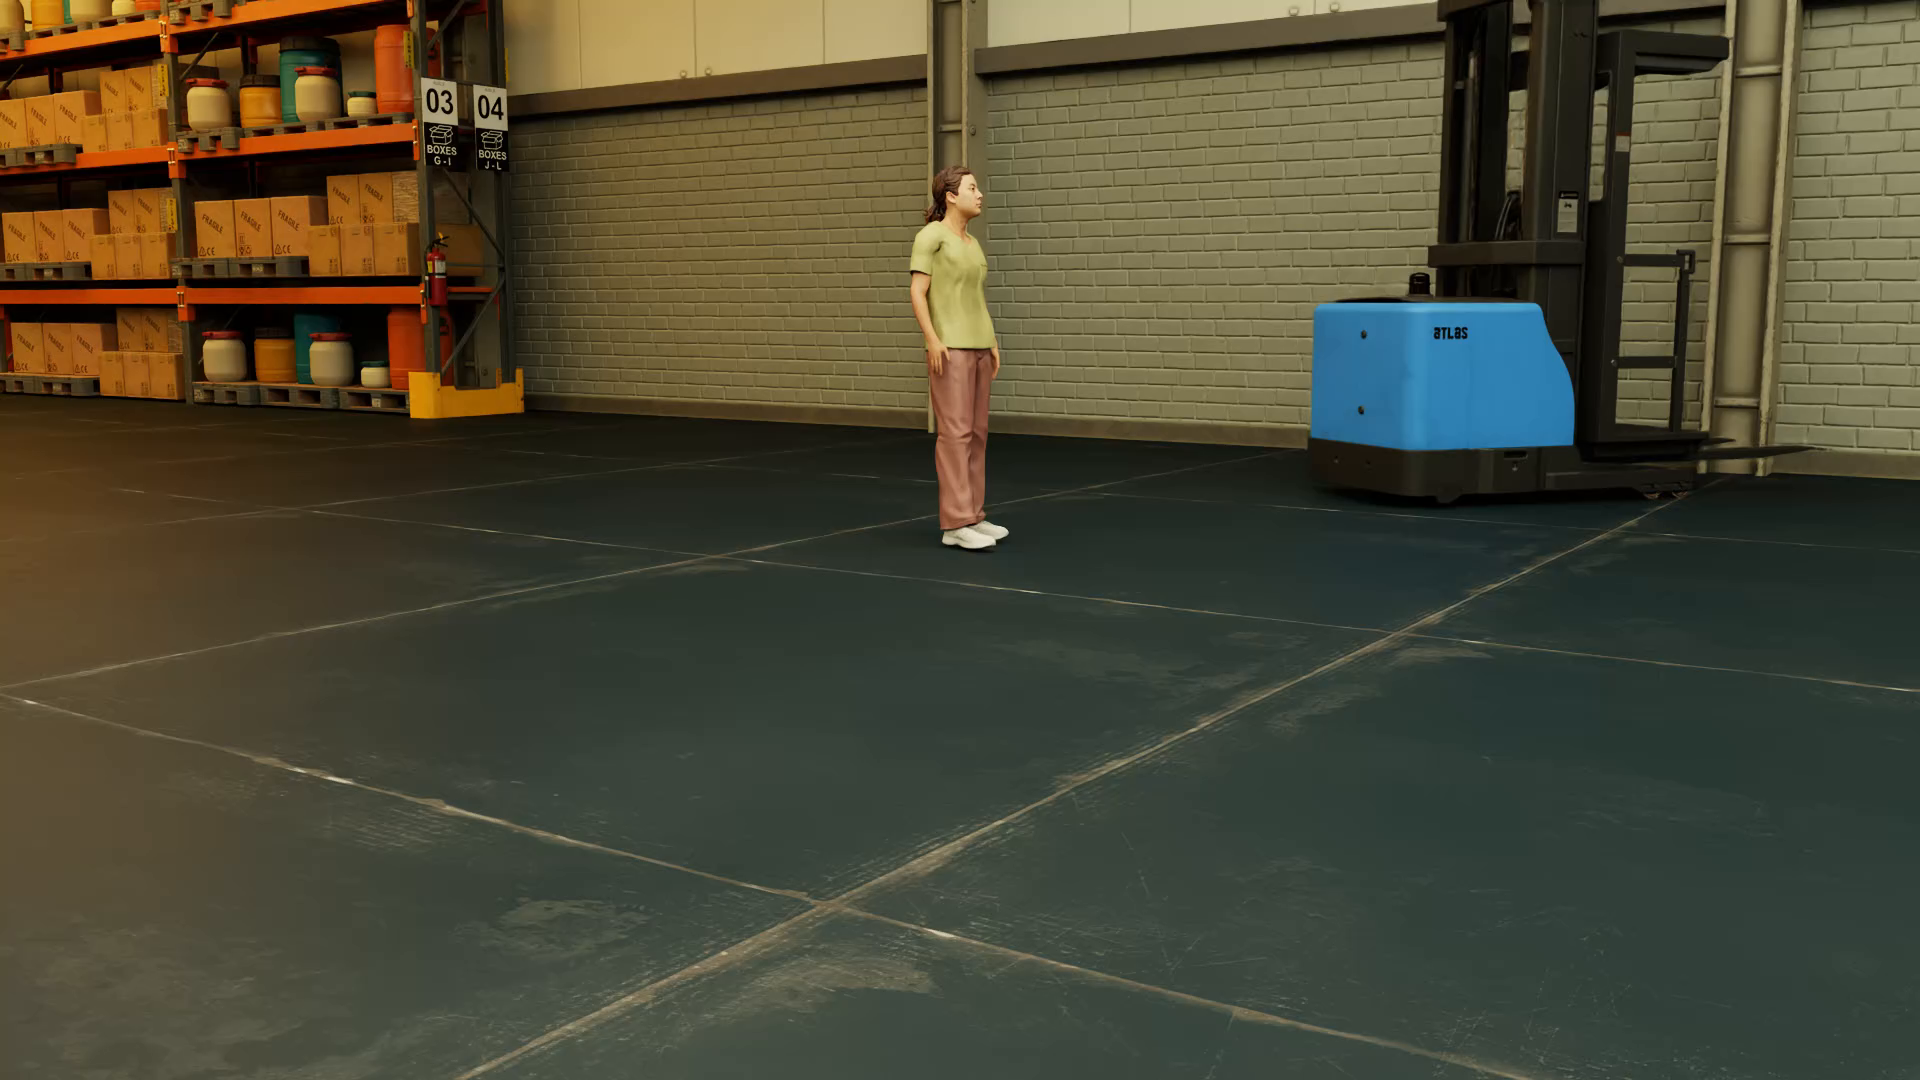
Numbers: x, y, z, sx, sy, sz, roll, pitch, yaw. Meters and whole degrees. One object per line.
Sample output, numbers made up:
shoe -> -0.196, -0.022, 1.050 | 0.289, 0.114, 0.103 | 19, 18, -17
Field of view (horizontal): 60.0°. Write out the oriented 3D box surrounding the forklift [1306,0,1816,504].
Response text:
forklift -> 3.562, -1.747, 9.479 | 3.031, 2.935, 1.130 | -3, 9, -21

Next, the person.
person -> 0.055, -0.825, 7.435 | 0.548, 1.663, 0.553 | 5, 10, 34
